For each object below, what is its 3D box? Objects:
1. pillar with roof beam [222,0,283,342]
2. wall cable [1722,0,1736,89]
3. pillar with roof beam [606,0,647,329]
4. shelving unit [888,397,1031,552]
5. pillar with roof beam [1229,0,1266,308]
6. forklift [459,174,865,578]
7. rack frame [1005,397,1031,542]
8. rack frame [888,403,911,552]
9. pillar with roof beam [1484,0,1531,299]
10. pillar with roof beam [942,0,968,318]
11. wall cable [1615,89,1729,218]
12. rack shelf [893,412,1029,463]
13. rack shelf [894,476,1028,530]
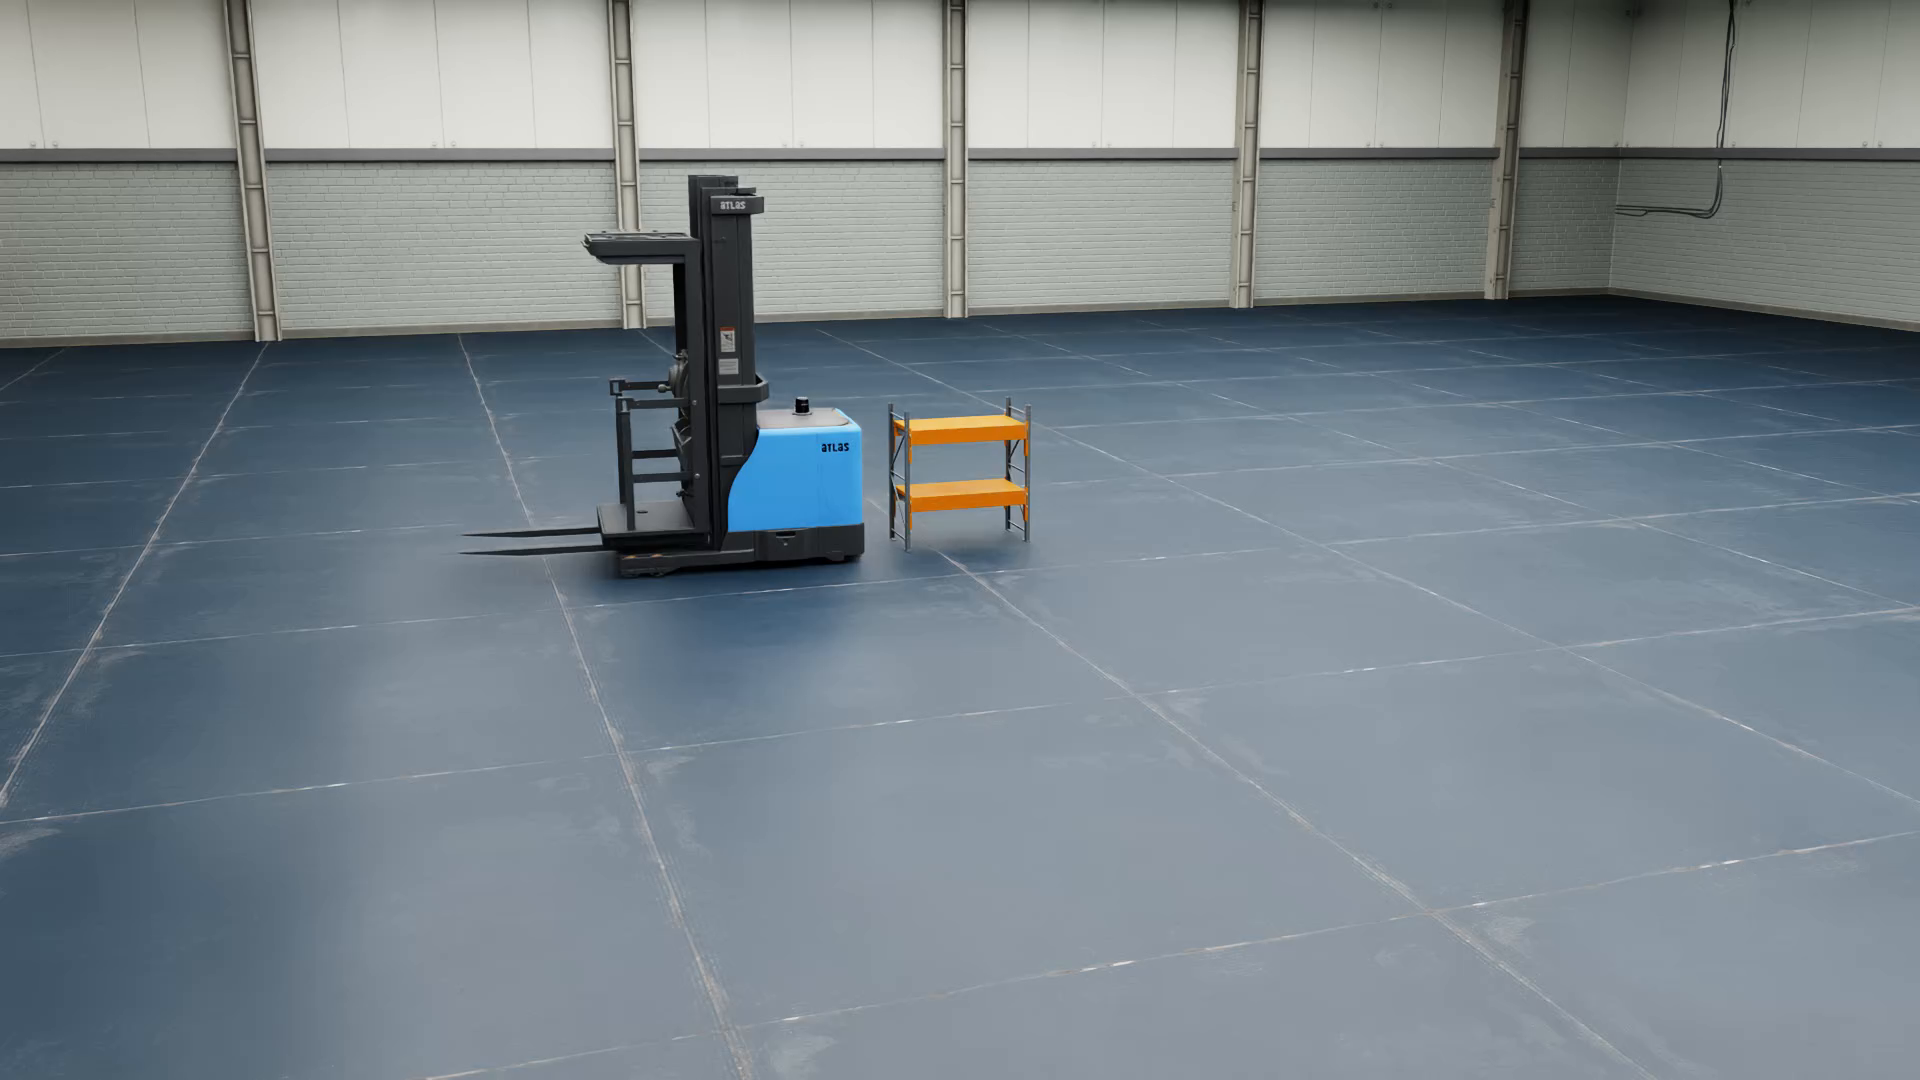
[{"bbox_3d":[-10.087,-6.750,22.573,0.400,9.000,9.100,-4,14,-18],"label":"pillar with roof beam"},{"bbox_3d":[15.364,-9.746,30.964,0.112,2.526,3.097,-4,14,-18],"label":"wall cable"},{"bbox_3d":[-4.400,-7.192,24.434,0.400,9.000,9.100,-4,14,-18],"label":"pillar with roof beam"},{"bbox_3d":[-0.006,-0.547,13.511,1.048,1.125,0.538,-4,14,-18],"label":"shelving unit"},{"bbox_3d":[6.973,-8.078,28.158,0.400,9.000,9.100,-4,14,-18],"label":"pillar with roof beam"},{"bbox_3d":[-2.316,-1.275,12.671,3.031,2.935,1.130,-3,14,-14],"label":"forklift"},{"bbox_3d":[0.475,-0.584,13.668,0.032,1.125,0.500,-4,14,-18],"label":"rack frame"},{"bbox_3d":[-0.488,-0.509,13.353,0.032,1.125,0.500,-4,14,-18],"label":"rack frame"},{"bbox_3d":[12.660,-8.521,30.019,0.400,9.000,9.100,-4,14,-18],"label":"pillar with roof beam"},{"bbox_3d":[1.287,-7.635,26.296,0.400,9.000,9.100,-4,14,-18],"label":"pillar with roof beam"},{"bbox_3d":[14.501,-7.882,34.043,0.112,2.526,3.097,-4,14,-18],"label":"wall cable"},{"bbox_3d":[-0.006,-0.831,13.443,1.000,0.278,0.538,-4,14,-18],"label":"rack shelf"},{"bbox_3d":[-0.006,-0.309,13.567,1.000,0.278,0.538,-4,14,-18],"label":"rack shelf"}]
